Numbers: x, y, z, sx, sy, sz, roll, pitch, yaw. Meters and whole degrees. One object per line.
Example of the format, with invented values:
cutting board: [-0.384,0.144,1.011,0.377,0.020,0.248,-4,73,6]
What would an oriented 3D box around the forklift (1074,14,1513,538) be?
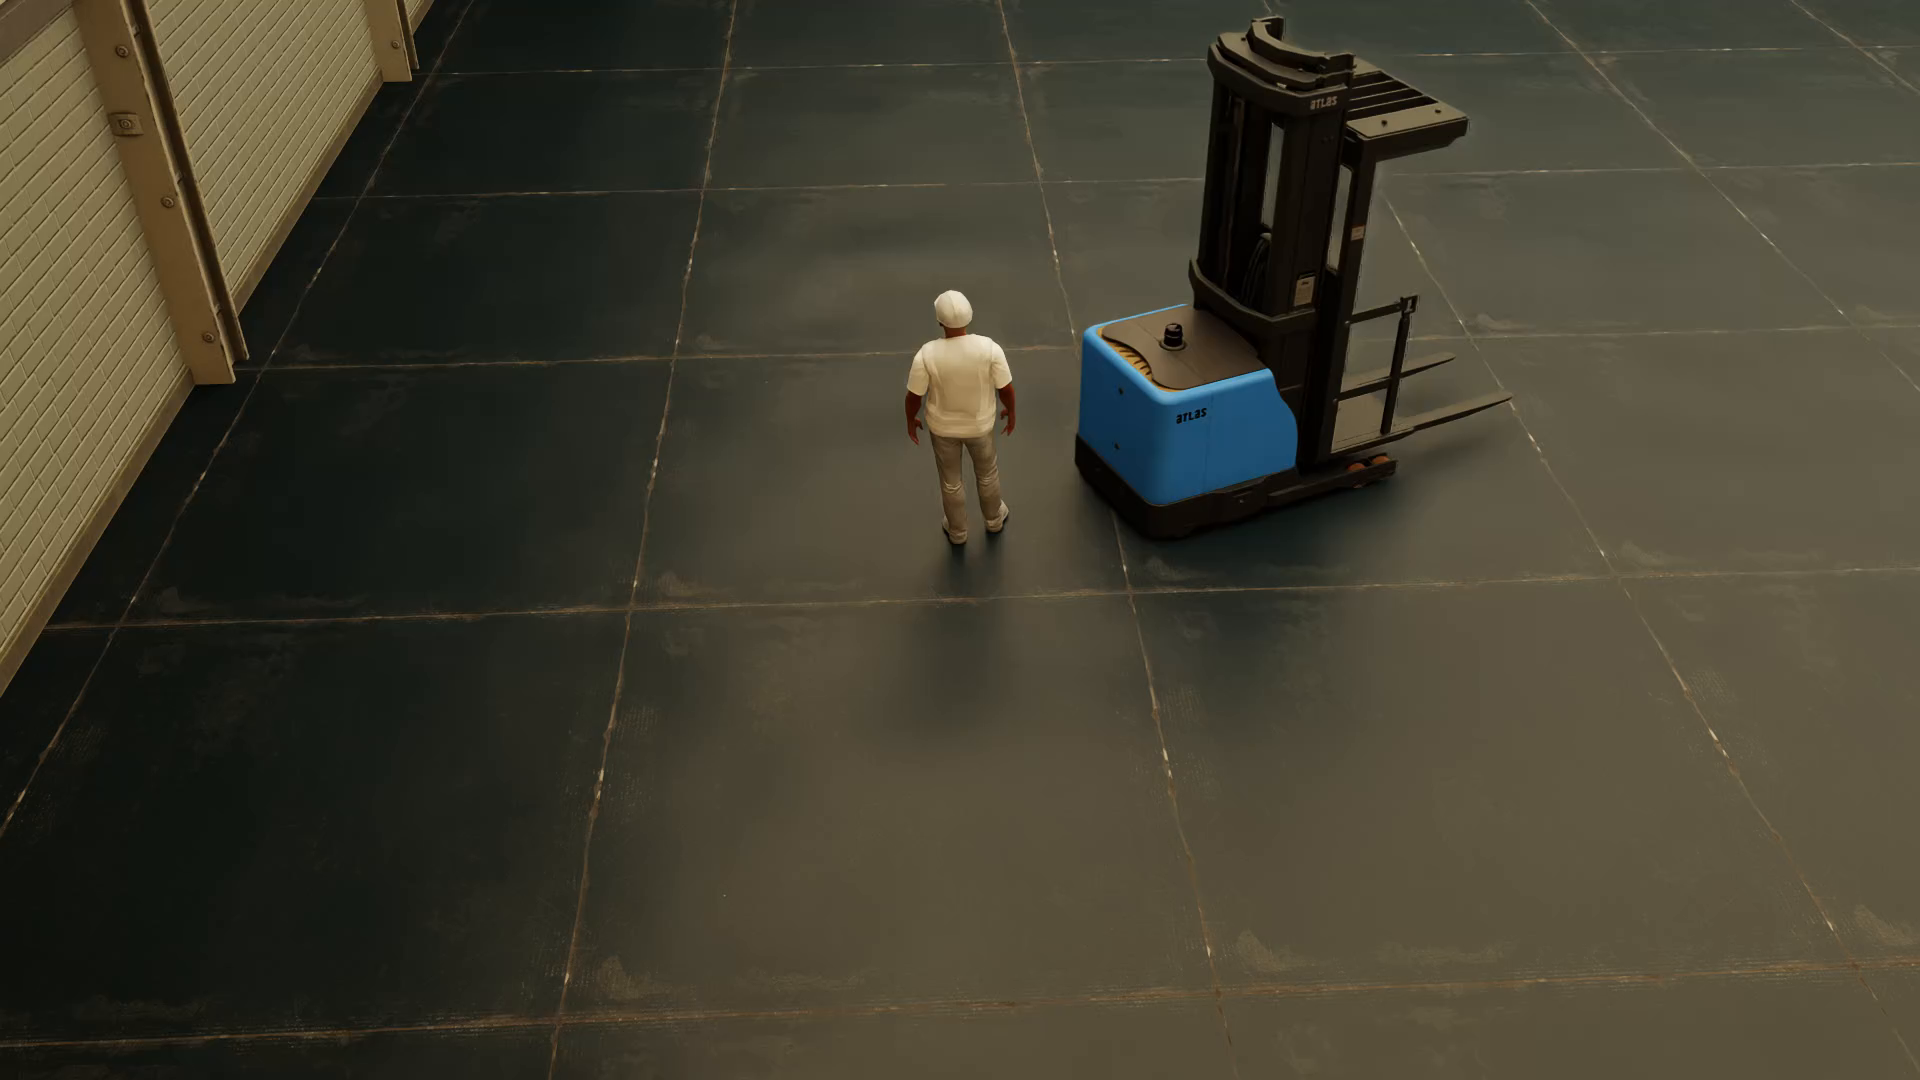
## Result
forklift: [2.319,-1.788,10.466,3.031,2.935,1.130,-16,39,-21]

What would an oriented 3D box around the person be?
person: [0.002,-0.761,10.032,0.666,1.765,0.577,-2,36,-2]
